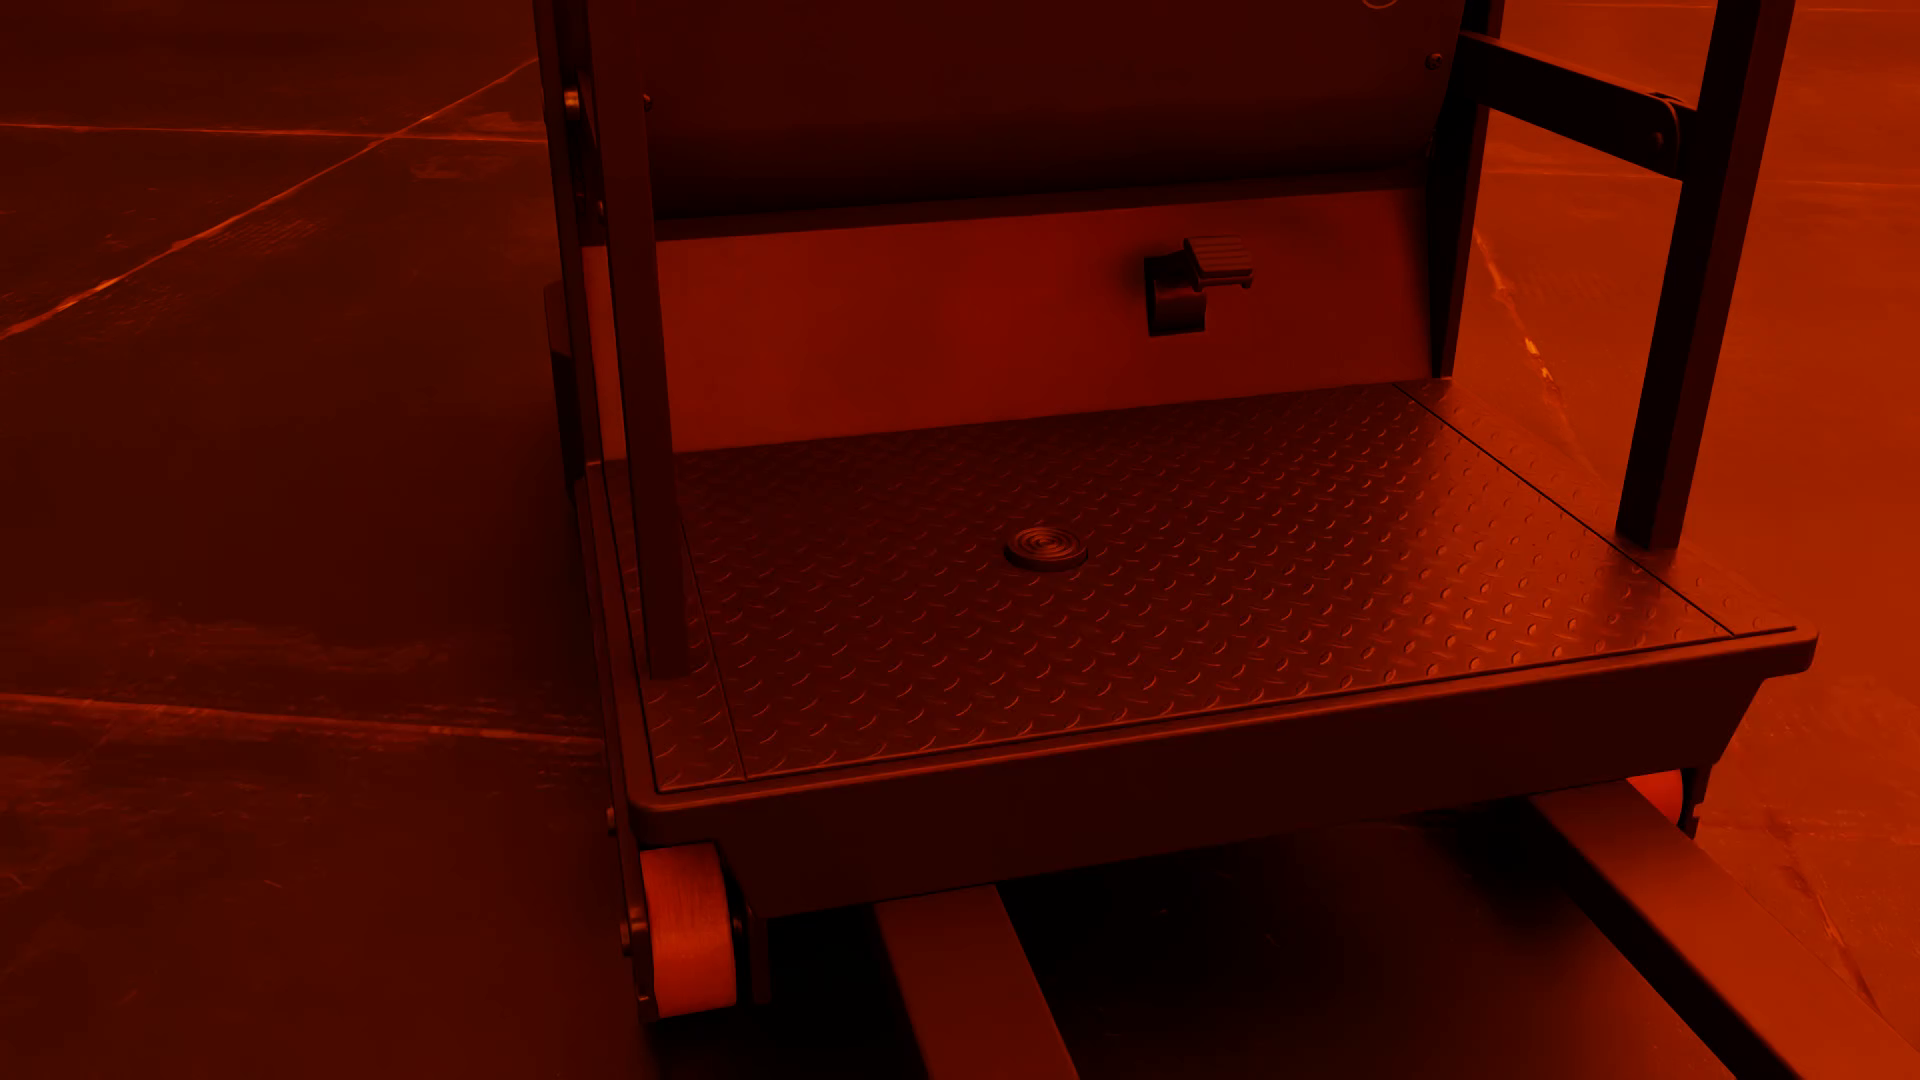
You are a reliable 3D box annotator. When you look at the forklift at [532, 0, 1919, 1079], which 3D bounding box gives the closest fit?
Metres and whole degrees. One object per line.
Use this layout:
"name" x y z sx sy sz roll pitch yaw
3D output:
"forklift" 0.153 -1.049 1.319 1.130 2.935 3.031 -7 27 -13
